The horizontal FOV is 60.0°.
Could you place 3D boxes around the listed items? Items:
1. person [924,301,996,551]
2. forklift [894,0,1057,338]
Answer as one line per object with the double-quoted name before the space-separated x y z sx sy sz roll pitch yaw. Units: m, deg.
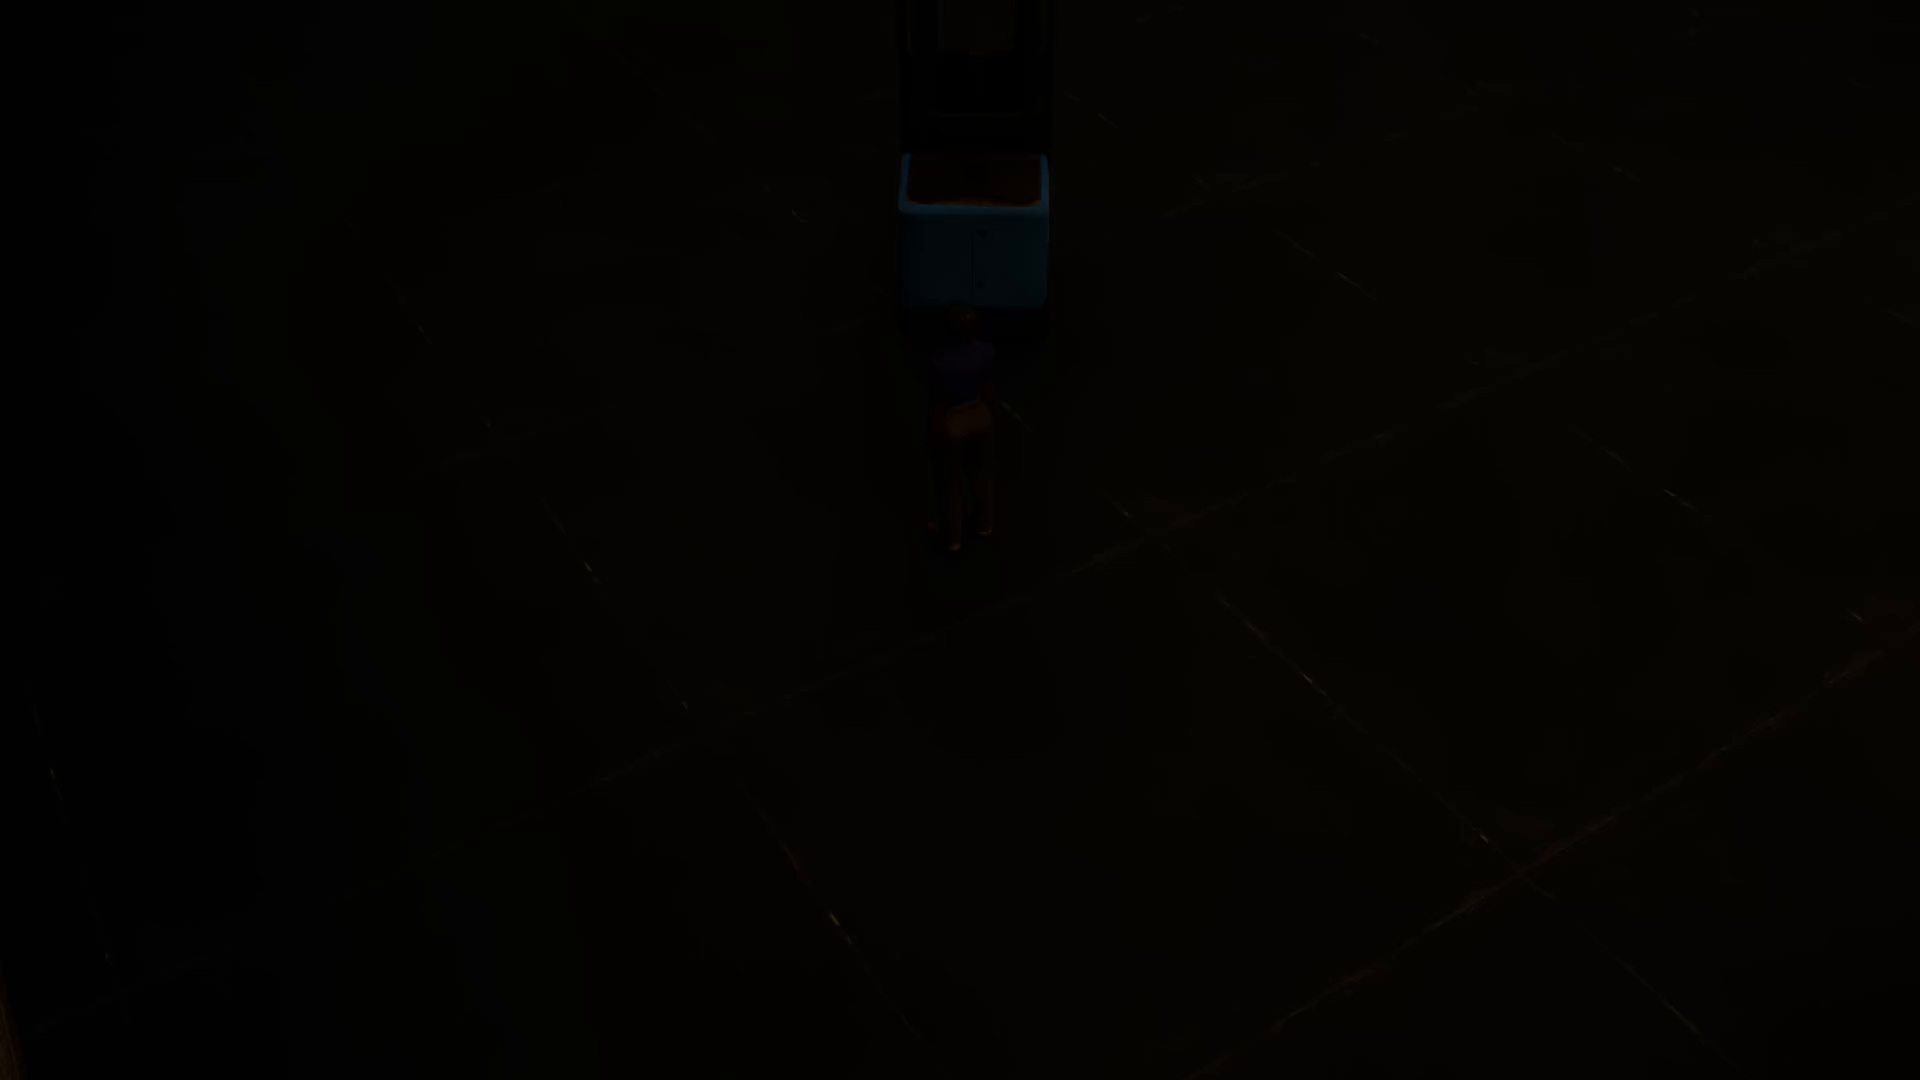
"person" -0.007 -0.664 9.550 0.446 1.648 0.320 -23 46 -24
"forklift" 0.119 -3.461 11.831 1.130 2.935 3.031 1 41 1
